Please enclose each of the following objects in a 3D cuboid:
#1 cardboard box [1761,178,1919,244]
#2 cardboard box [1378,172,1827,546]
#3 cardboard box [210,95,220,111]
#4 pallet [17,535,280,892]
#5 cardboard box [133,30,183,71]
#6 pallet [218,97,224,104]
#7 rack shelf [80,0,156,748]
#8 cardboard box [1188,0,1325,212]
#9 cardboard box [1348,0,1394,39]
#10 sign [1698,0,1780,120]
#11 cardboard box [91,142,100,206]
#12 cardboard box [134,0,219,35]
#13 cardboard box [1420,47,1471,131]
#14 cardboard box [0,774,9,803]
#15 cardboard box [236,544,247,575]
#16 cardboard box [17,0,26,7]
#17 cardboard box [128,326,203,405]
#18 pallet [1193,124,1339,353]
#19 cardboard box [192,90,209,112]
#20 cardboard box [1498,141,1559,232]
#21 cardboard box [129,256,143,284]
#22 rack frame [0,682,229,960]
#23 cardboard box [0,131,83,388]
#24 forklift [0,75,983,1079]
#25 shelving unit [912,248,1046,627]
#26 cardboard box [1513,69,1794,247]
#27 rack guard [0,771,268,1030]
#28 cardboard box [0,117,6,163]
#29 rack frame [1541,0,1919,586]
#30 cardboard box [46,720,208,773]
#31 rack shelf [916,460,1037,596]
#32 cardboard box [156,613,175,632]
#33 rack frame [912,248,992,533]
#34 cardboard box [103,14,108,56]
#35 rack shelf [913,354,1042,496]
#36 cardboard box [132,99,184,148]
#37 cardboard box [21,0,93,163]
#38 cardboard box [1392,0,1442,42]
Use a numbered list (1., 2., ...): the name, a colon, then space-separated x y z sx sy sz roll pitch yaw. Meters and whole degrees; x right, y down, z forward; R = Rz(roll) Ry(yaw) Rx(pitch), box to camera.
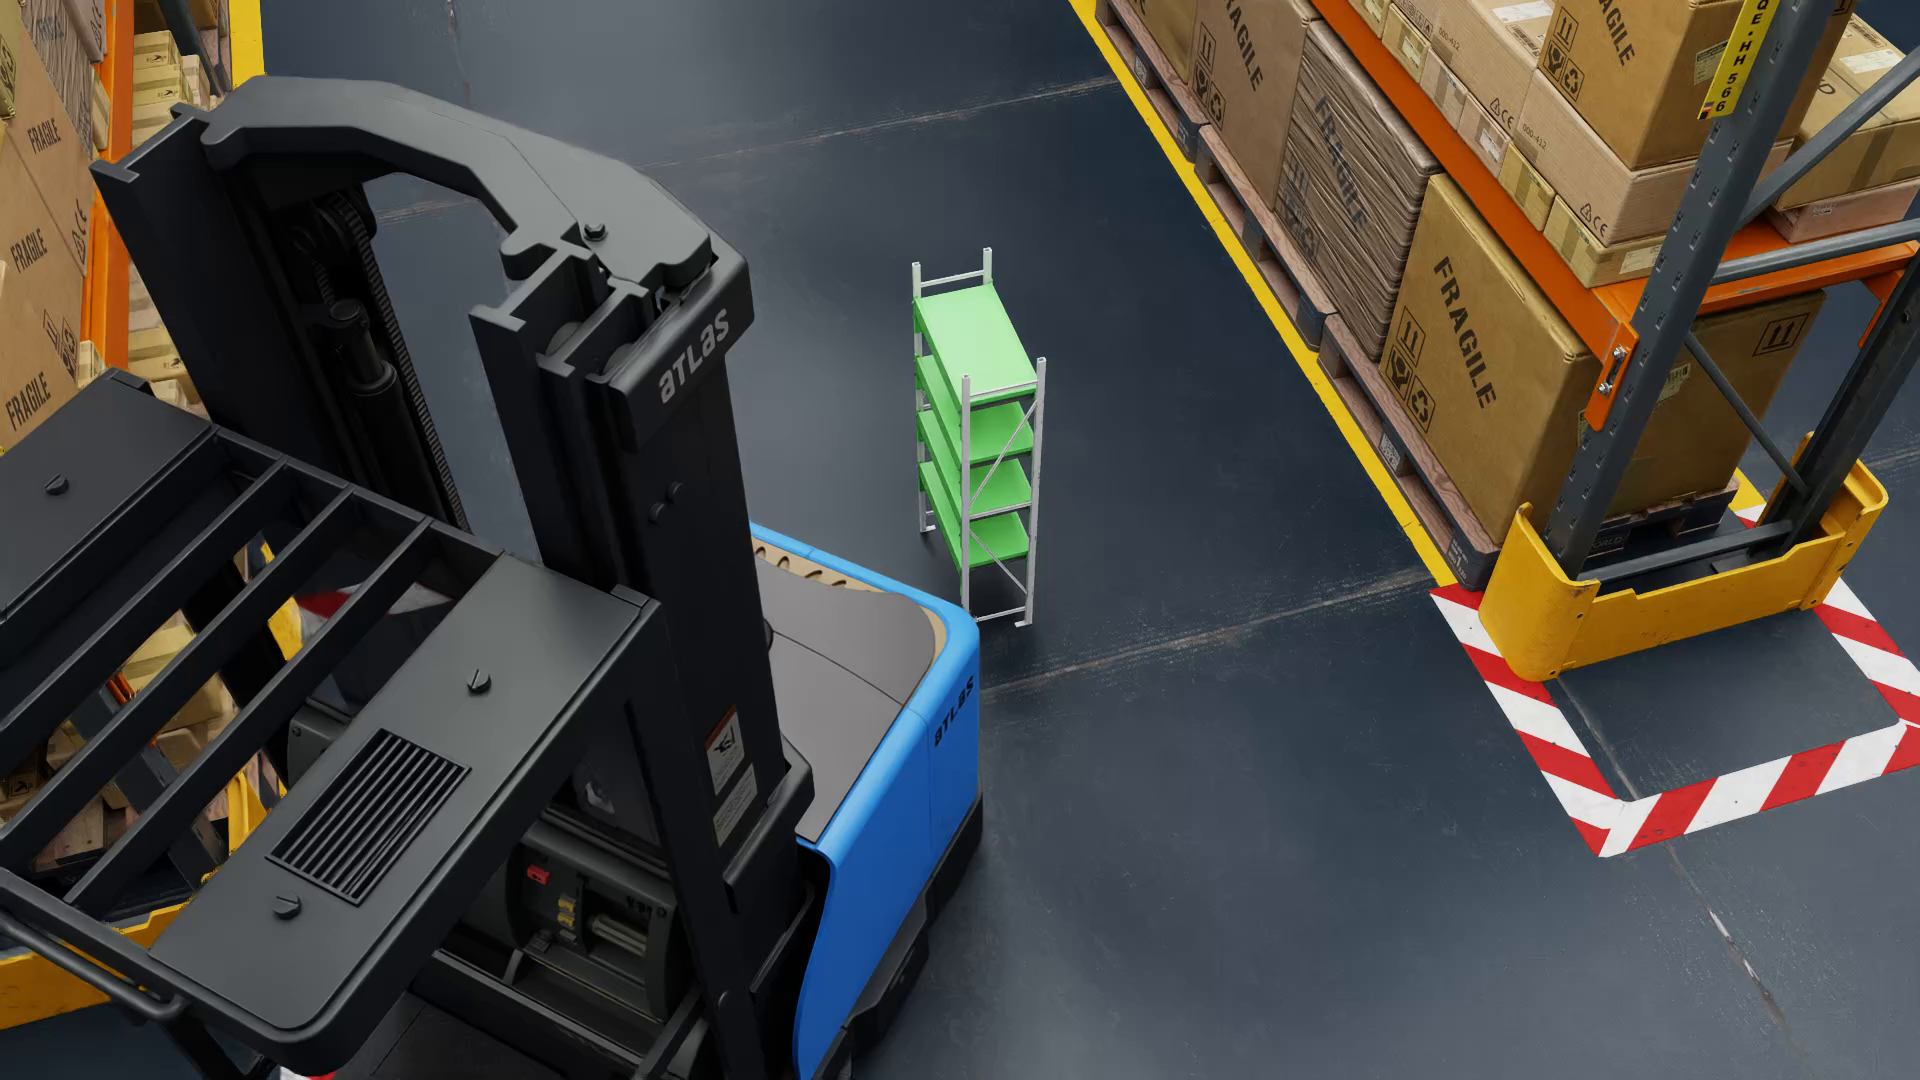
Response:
1. cardboard box: 2.521 -1.023 4.815 0.380 0.149 0.250 -13 51 -11
2. cardboard box: 2.045 -0.670 5.468 0.875 0.875 0.875 -13 51 -11
3. cardboard box: -3.199 -1.651 6.770 0.380 0.149 0.250 -13 51 -11
4. pallet: -2.686 0.519 5.174 1.003 0.211 1.213 -13 51 -11
5. cardboard box: -3.286 -1.851 6.549 0.380 0.149 0.250 -12 51 -10
6. pallet: -3.408 -1.263 6.676 1.003 0.211 1.213 -13 51 -11
7. rack shelf: -3.049 -0.951 5.061 1.077 0.370 4.000 -13 51 -11
8. cardboard box: 1.513 -1.985 6.576 0.875 0.875 0.875 -13 51 -11
9. cardboard box: 1.510 -1.810 5.478 0.380 0.149 0.250 -13 51 -11
10. sign: 1.788 -1.107 3.809 0.100 0.325 0.005 -13 51 -11
11. cardboard box: -2.750 -1.080 4.863 0.380 0.149 0.250 -12 51 -10
12. cardboard box: -3.605 -2.573 7.318 0.500 0.500 0.500 -12 51 -10
13. cardboard box: 1.666 -1.431 5.159 0.380 0.149 0.250 -13 51 -10
14. cardboard box: -2.886 0.644 4.640 0.380 0.149 0.250 -15 51 -12
15. cardboard box: -2.513 0.042 5.343 0.380 0.149 0.250 -13 51 -11
16. cardboard box: -2.778 -1.684 4.294 0.500 0.500 0.500 -15 51 -12
17. cardboard box: -2.696 -0.547 5.450 0.380 0.149 0.250 -13 51 -10
18. pallet: 1.642 -1.327 6.731 1.003 0.211 1.213 -13 51 -11
19. cardboard box: -3.151 -1.603 6.535 0.380 0.149 0.250 -16 52 -13
20. cardboard box: 1.812 -1.064 4.850 0.380 0.149 0.250 -13 51 -11
21. cardboard box: -2.830 -0.915 5.760 0.380 0.149 0.250 -15 51 -12
22. rack frame: -2.457 0.278 3.554 1.000 3.000 0.127 -13 51 -11
23. cardboard box: -2.509 -0.626 4.056 0.500 0.500 0.500 -13 51 -11
24. forklift: -1.056 0.771 3.183 1.130 2.935 3.031 21 53 17
25. shelving unit: 0.049 -0.266 5.189 0.258 1.200 0.503 -13 51 -11
26. cardboard box: 1.914 -1.112 4.629 0.500 0.250 0.500 -14 51 -12
27. rack guard: -2.480 1.028 4.557 1.175 0.500 0.348 -13 51 -11
28. cardboard box: -2.492 -0.928 3.656 0.500 0.500 0.500 -12 51 -10
29. rack frame: 2.311 -0.770 4.437 1.000 3.000 0.127 -13 51 -11
30. cardboard box: -2.367 0.524 4.741 0.380 0.149 0.250 -11 51 -9
31. rack shelf: 0.049 -0.070 5.422 0.258 0.148 0.480 -13 51 -11
32. cardboard box: -2.484 0.236 4.790 0.380 0.149 0.250 -12 51 -10
33. rack frame: -0.023 -0.444 5.340 0.240 1.200 0.015 -13 51 -11
34. cardboard box: -2.968 -1.650 5.343 0.380 0.149 0.250 -15 52 -13
35. rack shelf: 0.049 -0.379 5.055 0.258 0.148 0.480 -13 51 -11
36. cardboard box: -3.092 -1.493 6.248 0.380 0.149 0.250 -14 51 -11
37. cardboard box: -2.798 -1.358 4.673 0.500 0.500 0.500 -15 51 -12
38. cardboard box: 1.614 -1.854 5.254 0.500 0.250 0.500 -15 51 -12
